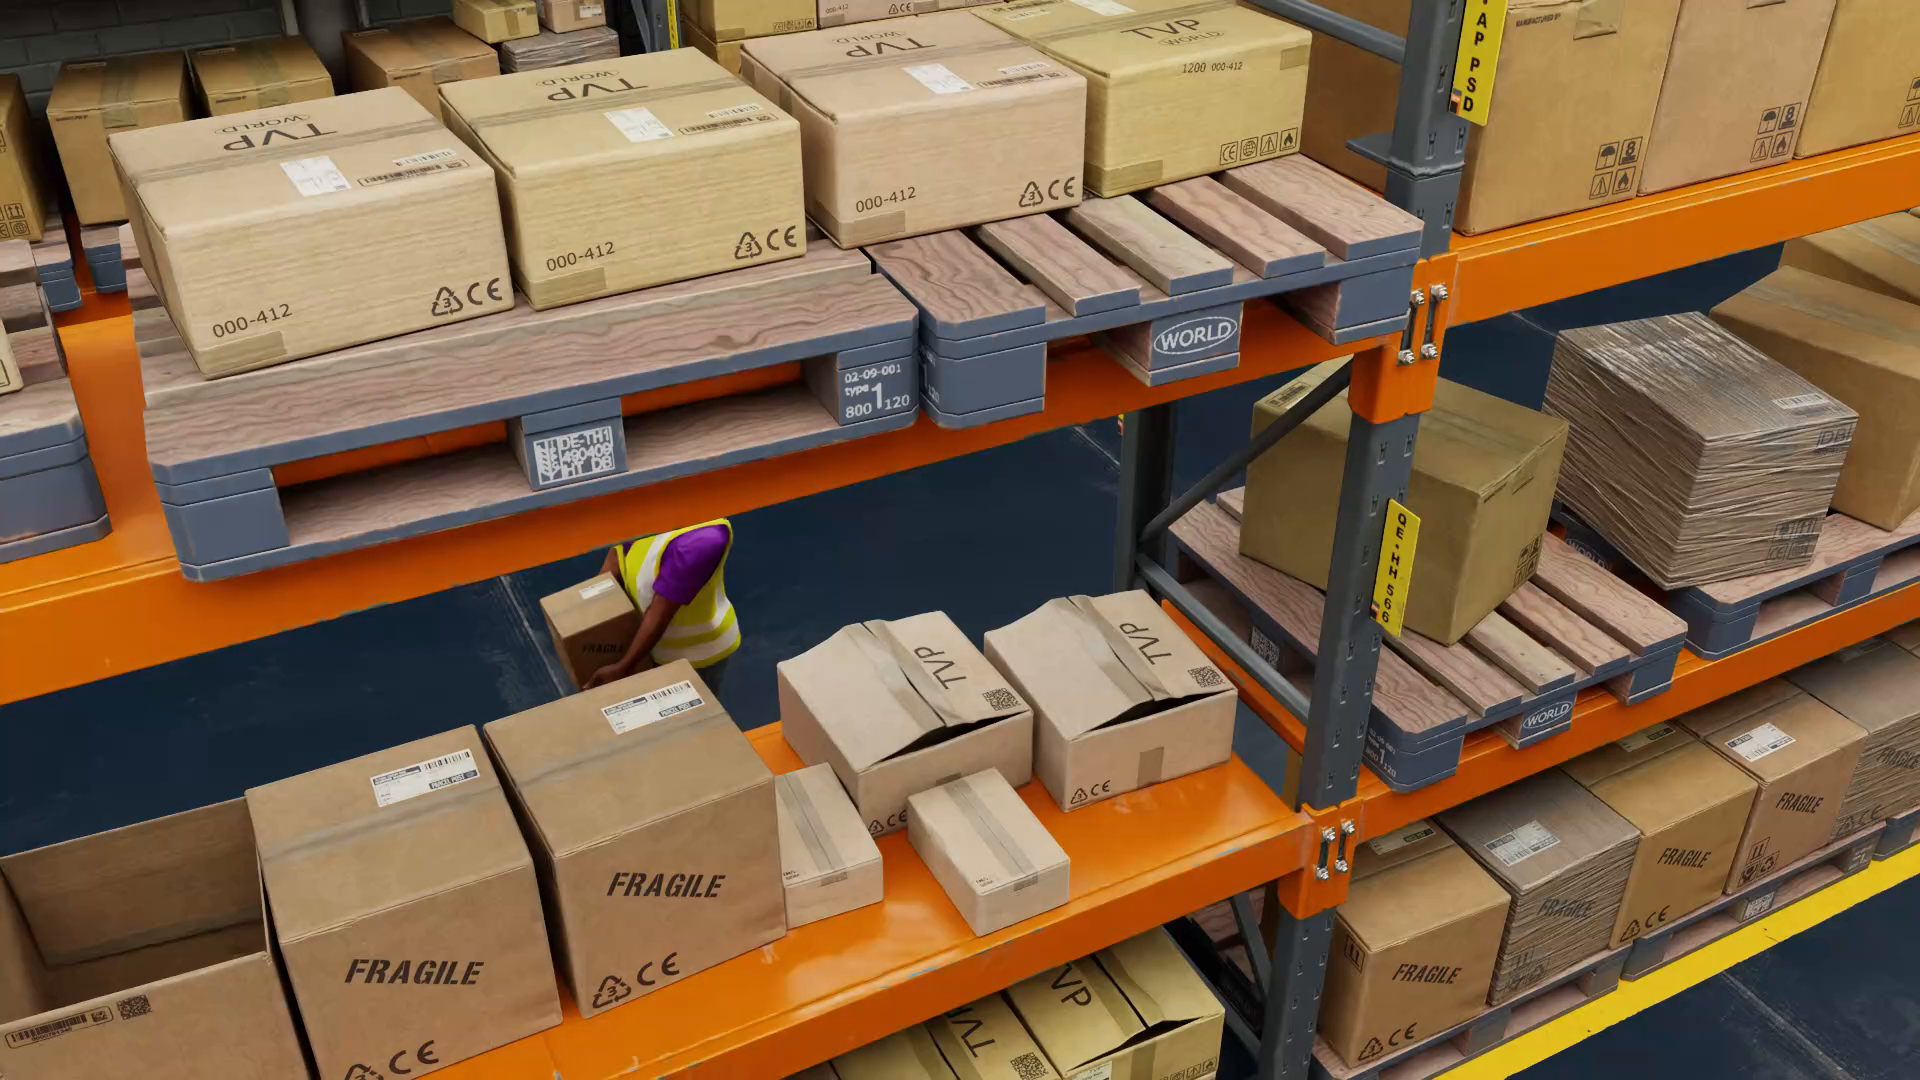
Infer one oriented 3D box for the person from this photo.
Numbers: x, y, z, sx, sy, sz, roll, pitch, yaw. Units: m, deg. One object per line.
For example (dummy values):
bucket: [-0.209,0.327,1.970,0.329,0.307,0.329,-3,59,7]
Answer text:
person: [-1.021,0.370,5.545,0.559,1.763,0.505,-17,36,-24]
